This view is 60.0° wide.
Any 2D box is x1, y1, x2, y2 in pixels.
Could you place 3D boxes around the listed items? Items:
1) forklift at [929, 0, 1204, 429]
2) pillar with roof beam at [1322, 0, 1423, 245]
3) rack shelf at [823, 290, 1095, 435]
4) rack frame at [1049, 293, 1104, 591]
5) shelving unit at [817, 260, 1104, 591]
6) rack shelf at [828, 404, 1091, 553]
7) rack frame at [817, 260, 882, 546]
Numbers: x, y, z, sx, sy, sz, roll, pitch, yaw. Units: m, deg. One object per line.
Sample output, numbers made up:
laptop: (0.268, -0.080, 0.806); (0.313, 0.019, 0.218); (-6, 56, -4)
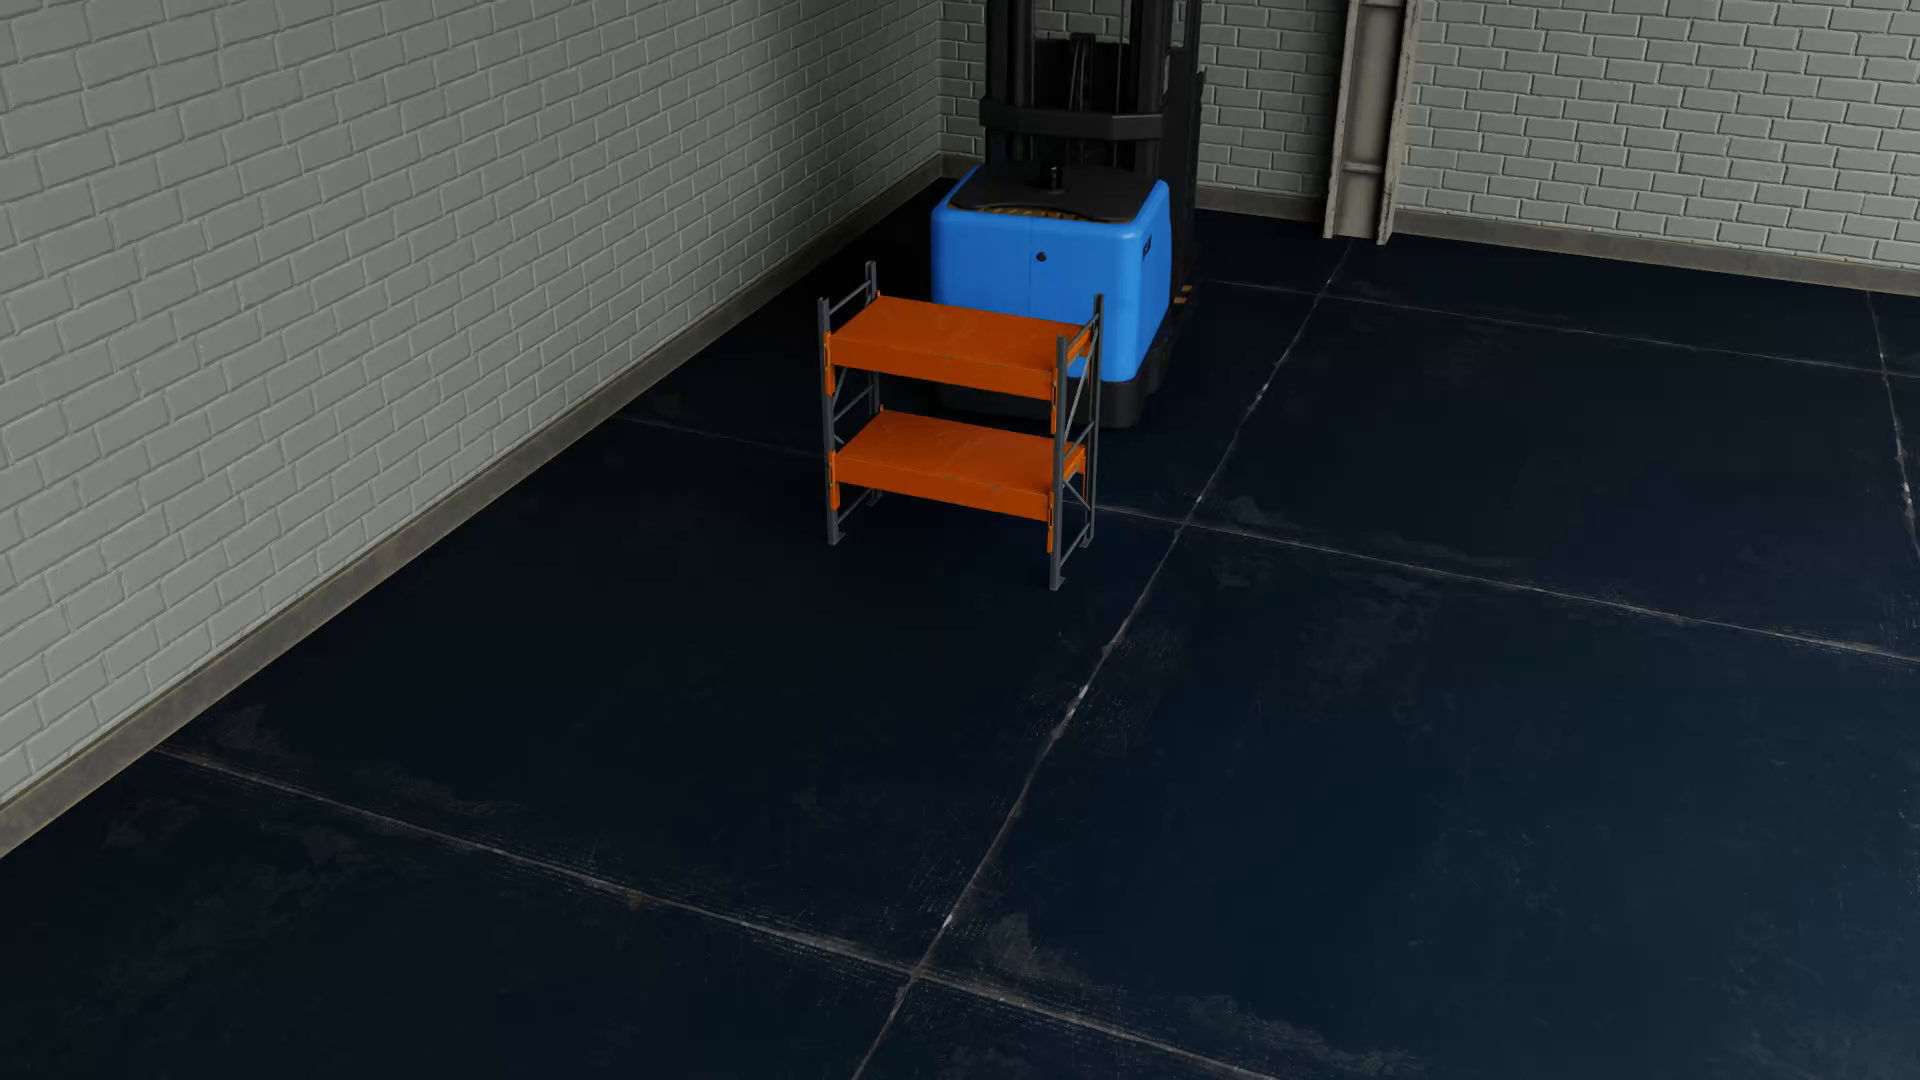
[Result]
forklift: (0.738, -2.527, 8.742); (1.130, 2.935, 3.031); (8, 30, 14)
pillar with roof beam: (0.952, -3.935, 5.067); (0.400, 9.000, 9.100); (11, 31, 19)
rack shelf: (0.006, -0.743, 6.827); (1.000, 0.278, 0.538); (11, 31, 19)
rack frame: (0.477, -0.394, 6.805); (0.032, 1.125, 0.500); (11, 31, 19)
shelving unit: (0.006, -0.488, 6.971); (1.048, 1.125, 0.538); (11, 31, 19)
rack shelf: (0.006, -0.276, 7.091); (1.000, 0.278, 0.538); (11, 31, 19)
rack frame: (-0.465, -0.582, 7.137); (0.032, 1.125, 0.500); (11, 31, 19)
